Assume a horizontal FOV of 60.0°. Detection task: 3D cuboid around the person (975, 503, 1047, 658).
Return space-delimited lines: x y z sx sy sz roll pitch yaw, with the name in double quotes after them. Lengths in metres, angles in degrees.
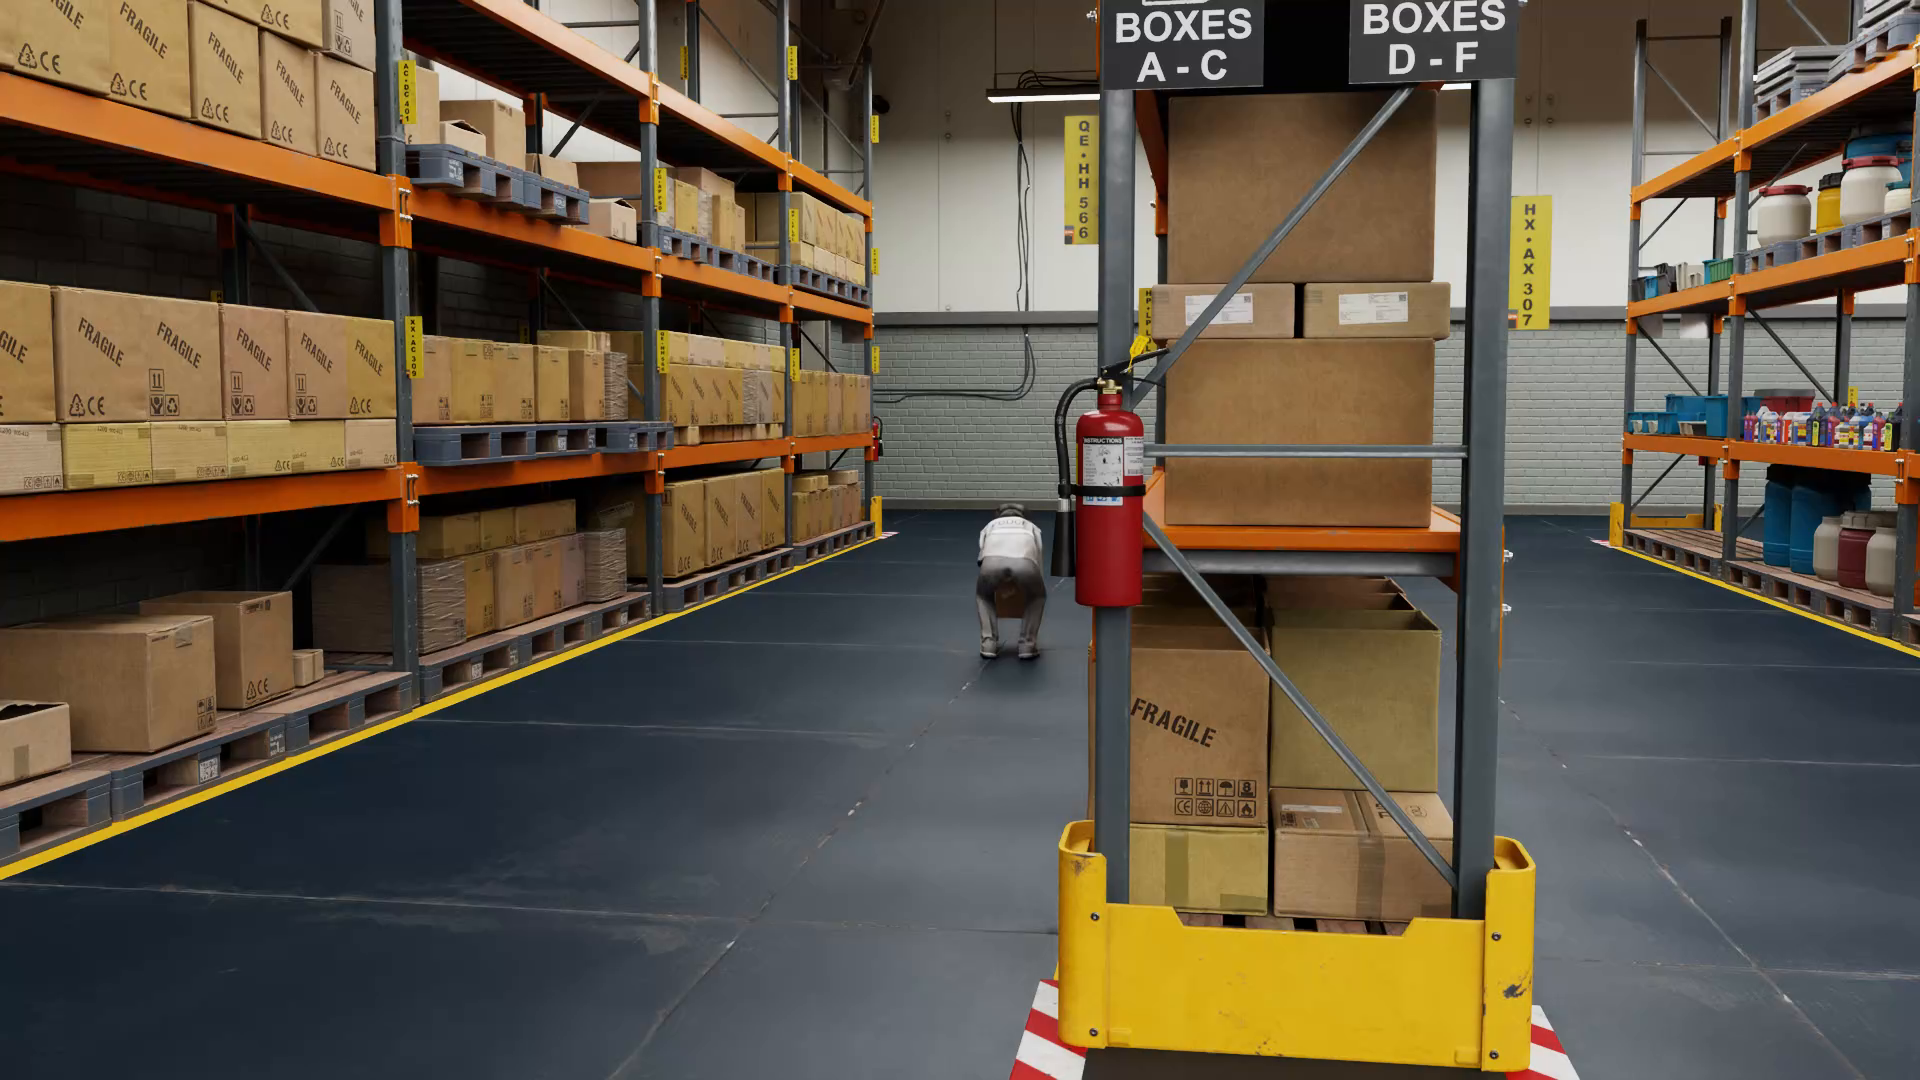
0.336 0.264 10.940 0.470 0.977 0.912 1 5 6 "person"
